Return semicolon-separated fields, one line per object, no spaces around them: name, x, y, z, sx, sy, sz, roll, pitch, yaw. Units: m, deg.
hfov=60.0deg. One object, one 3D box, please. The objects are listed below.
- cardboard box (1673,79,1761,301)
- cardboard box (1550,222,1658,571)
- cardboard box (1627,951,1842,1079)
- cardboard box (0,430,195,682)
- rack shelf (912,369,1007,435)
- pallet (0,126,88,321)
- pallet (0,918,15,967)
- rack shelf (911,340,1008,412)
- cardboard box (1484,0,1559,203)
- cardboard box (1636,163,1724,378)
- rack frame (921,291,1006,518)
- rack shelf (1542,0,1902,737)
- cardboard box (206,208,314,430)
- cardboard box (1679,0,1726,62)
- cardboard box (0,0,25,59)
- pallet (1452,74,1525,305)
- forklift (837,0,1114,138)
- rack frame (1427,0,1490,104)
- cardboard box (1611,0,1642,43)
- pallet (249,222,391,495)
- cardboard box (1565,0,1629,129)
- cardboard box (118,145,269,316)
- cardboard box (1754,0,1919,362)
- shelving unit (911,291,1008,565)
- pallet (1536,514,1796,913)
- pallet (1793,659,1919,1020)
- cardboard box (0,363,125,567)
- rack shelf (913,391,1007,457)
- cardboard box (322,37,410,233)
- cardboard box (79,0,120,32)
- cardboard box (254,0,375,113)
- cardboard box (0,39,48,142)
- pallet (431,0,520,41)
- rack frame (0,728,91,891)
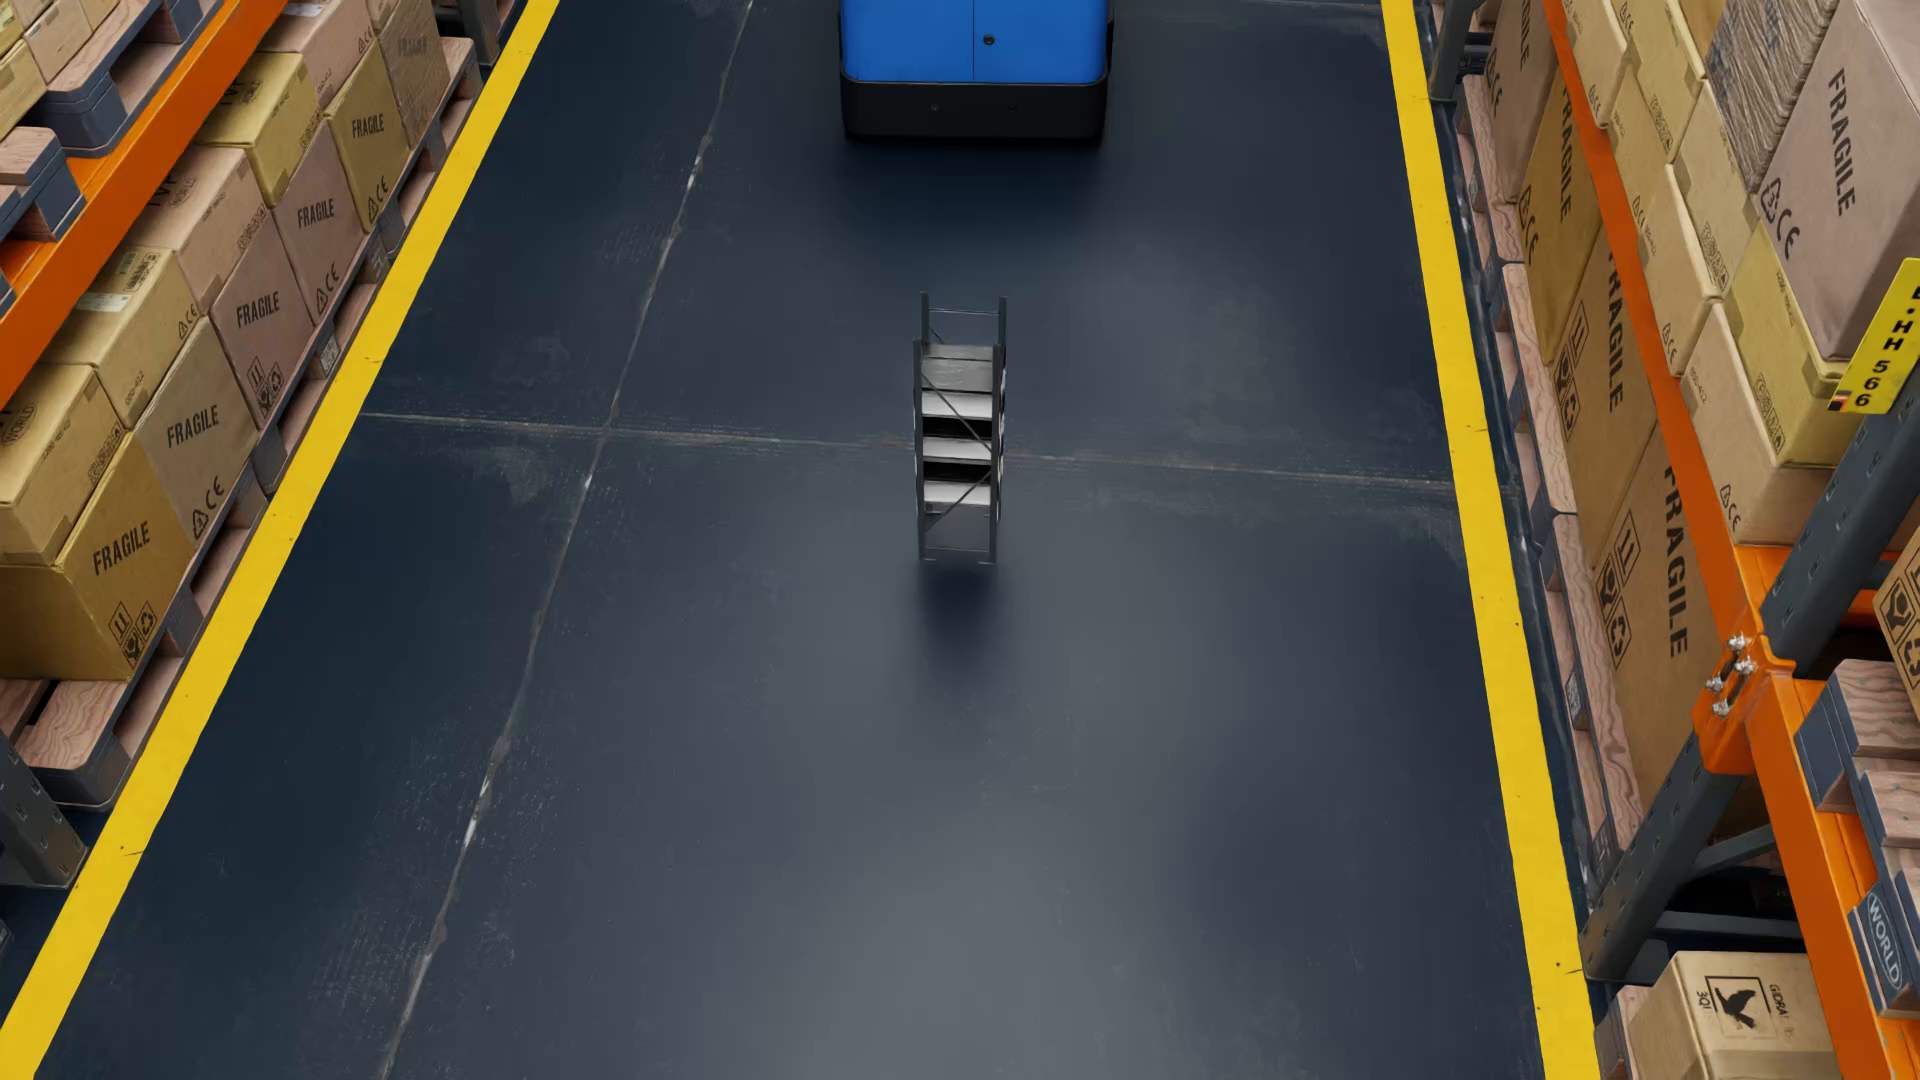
cardboard box;1.925;-0.772;3.686;0.500;0.250;0.500;3;48;3
cardboard box;2.322;-0.486;4.817;0.875;0.875;0.875;4;48;4
cardboard box;2.030;1.256;3.565;0.950;0.372;0.625;1;48;1
cardboard box;-2.529;0.037;4.593;0.500;0.500;0.500;2;48;2
rack shelf;0.001;-0.409;4.815;0.258;0.077;0.200;4;48;4
pallet;-2.889;-0.629;3.922;1.213;0.211;1.003;4;48;4
pallet;-2.995;1.353;3.870;1.003;0.211;1.213;4;48;4
rack shelf;0.001;-0.469;4.749;0.258;0.077;0.200;4;48;4
cardboard box;2.479;-1.807;6.025;0.875;0.875;0.875;5;48;5
cardboard box;1.909;-0.619;3.885;0.500;0.250;0.500;5;48;4
rack frame;0.010;-0.384;4.992;0.240;0.900;0.006;4;48;4
rack shelf;2.273;-1.131;4.739;1.077;0.370;4.000;4;48;4
cardboard box;-2.445;-0.711;5.277;0.500;0.500;0.500;3;48;3
cardboard box;1.968;-1.415;3.766;0.500;0.500;0.500;4;48;4
cardboard box;-2.537;-1.243;4.038;0.380;0.149;0.250;4;48;4
pallet;2.460;-1.330;6.324;1.003;0.211;1.213;4;48;4
forklift;0.089;-3.662;6.613;1.130;2.935;3.031;1;48;1
rack frame;2.456;-2.843;5.818;1.000;3.000;0.127;4;48;4
cardboard box;1.999;-1.531;4.381;0.500;0.250;0.500;3;48;2
pallet;-2.661;-0.690;5.738;1.003;0.211;1.213;4;48;4
cardboard box;1.990;-1.365;4.567;0.500;0.250;0.500;3;48;3
cardboard box;-2.440;-0.940;4.978;0.500;0.250;0.500;4;48;4
cardboard box;1.878;-0.673;3.087;0.500;0.500;0.500;3;48;2
shelving unit;0.001;-0.310;4.923;0.258;0.900;0.210;4;48;4
pallet;2.238;0.463;4.684;1.003;0.211;1.213;4;48;4
pallet;2.132;0.692;2.715;1.213;0.211;1.003;4;48;4
cardboard box;-2.544;-0.204;4.305;0.500;0.250;0.500;2;48;2
rack shelf;0.001;-0.348;4.882;0.258;0.077;0.200;4;48;4
cardboard box;-2.347;-1.462;5.964;0.500;0.500;0.500;3;48;3
cardboard box;-2.487;-1.509;4.483;0.380;0.149;0.250;4;48;4
cardboard box;-2.359;-1.712;5.684;0.500;0.250;0.500;6;48;5
cardboard box;-2.534;-1.129;4.135;0.380;0.149;0.250;6;48;5
pallet;-2.457;-2.657;7.537;1.003;0.211;1.213;4;48;4
rack frame;-2.848;-0.163;3.366;1.000;3.000;0.127;4;48;4
